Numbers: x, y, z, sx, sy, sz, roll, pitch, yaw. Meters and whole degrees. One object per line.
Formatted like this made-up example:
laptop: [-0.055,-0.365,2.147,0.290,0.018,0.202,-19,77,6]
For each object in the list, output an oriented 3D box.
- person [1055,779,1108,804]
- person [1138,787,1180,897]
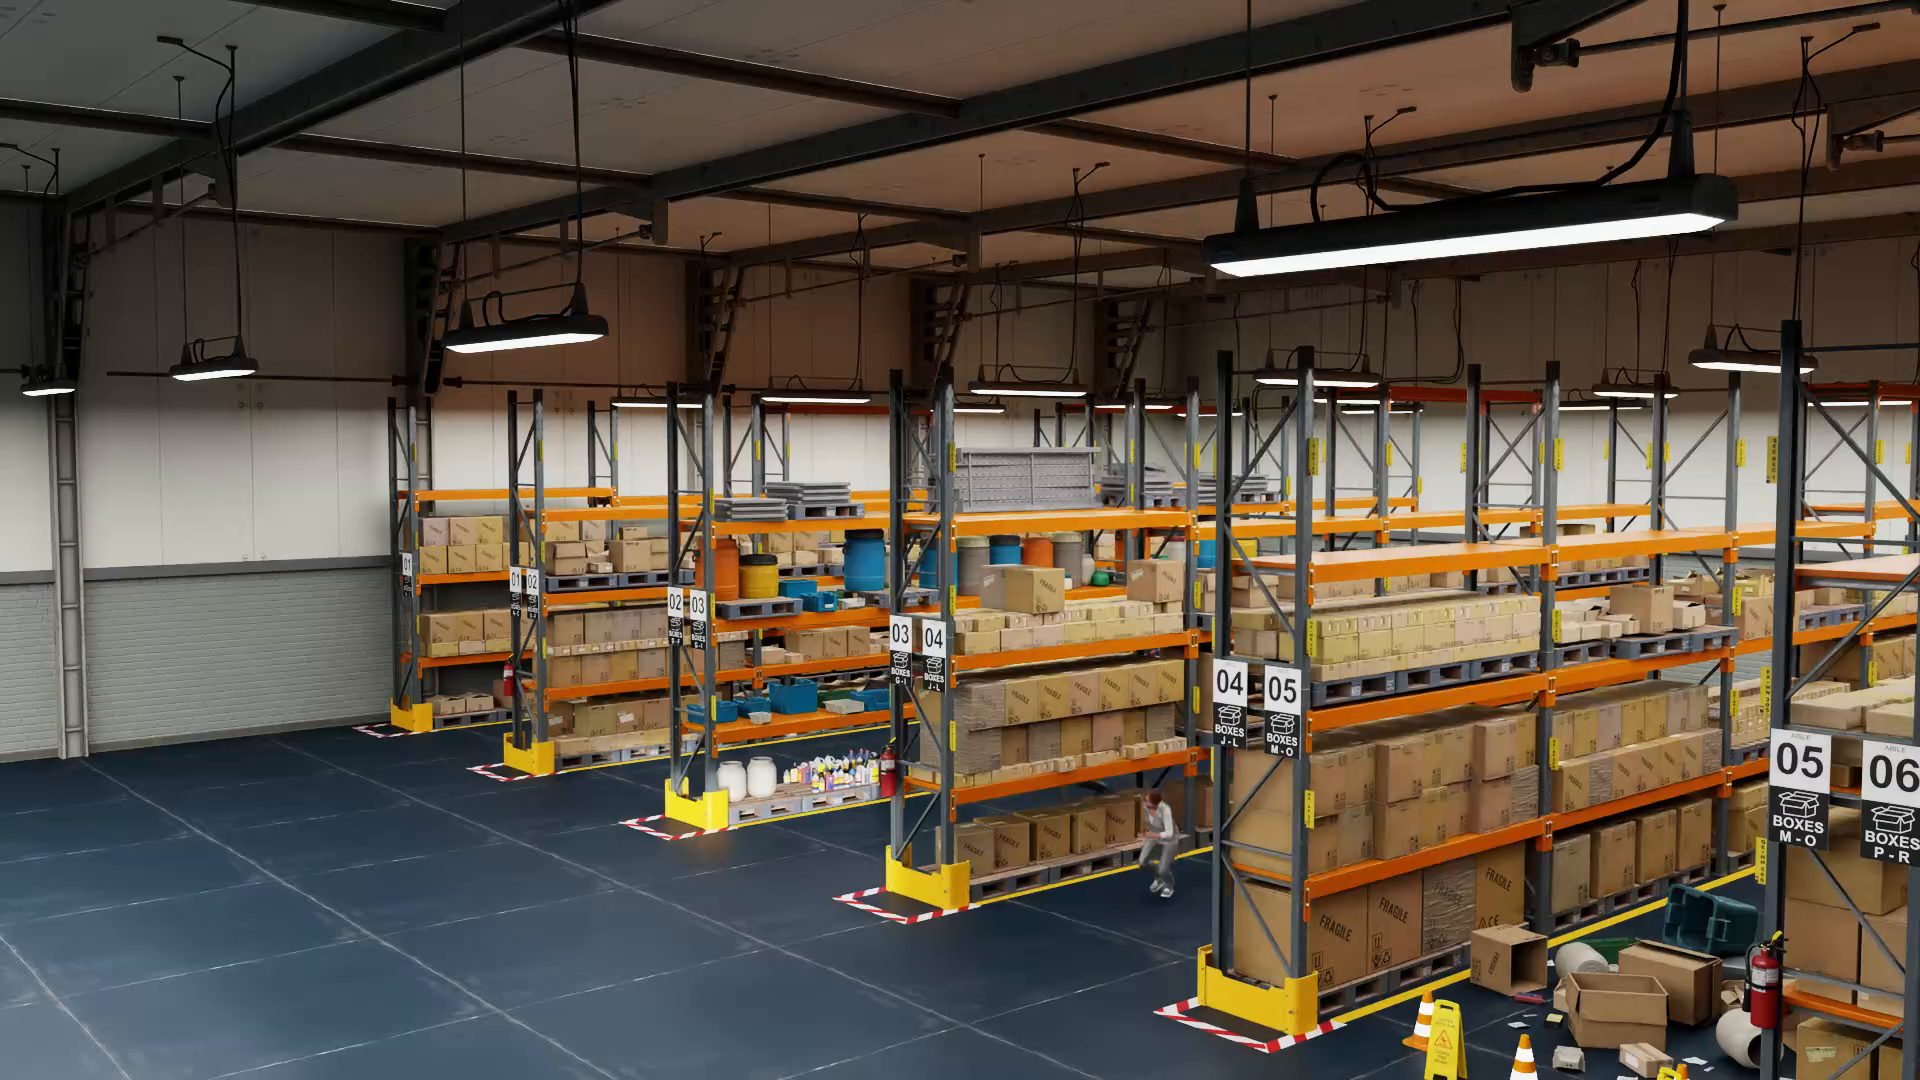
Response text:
person: [1.651,3.070,23.449,1.034,1.476,0.564,-1,4,-24]
person: [2.224,3.385,18.573,0.529,1.363,0.907,3,4,39]
